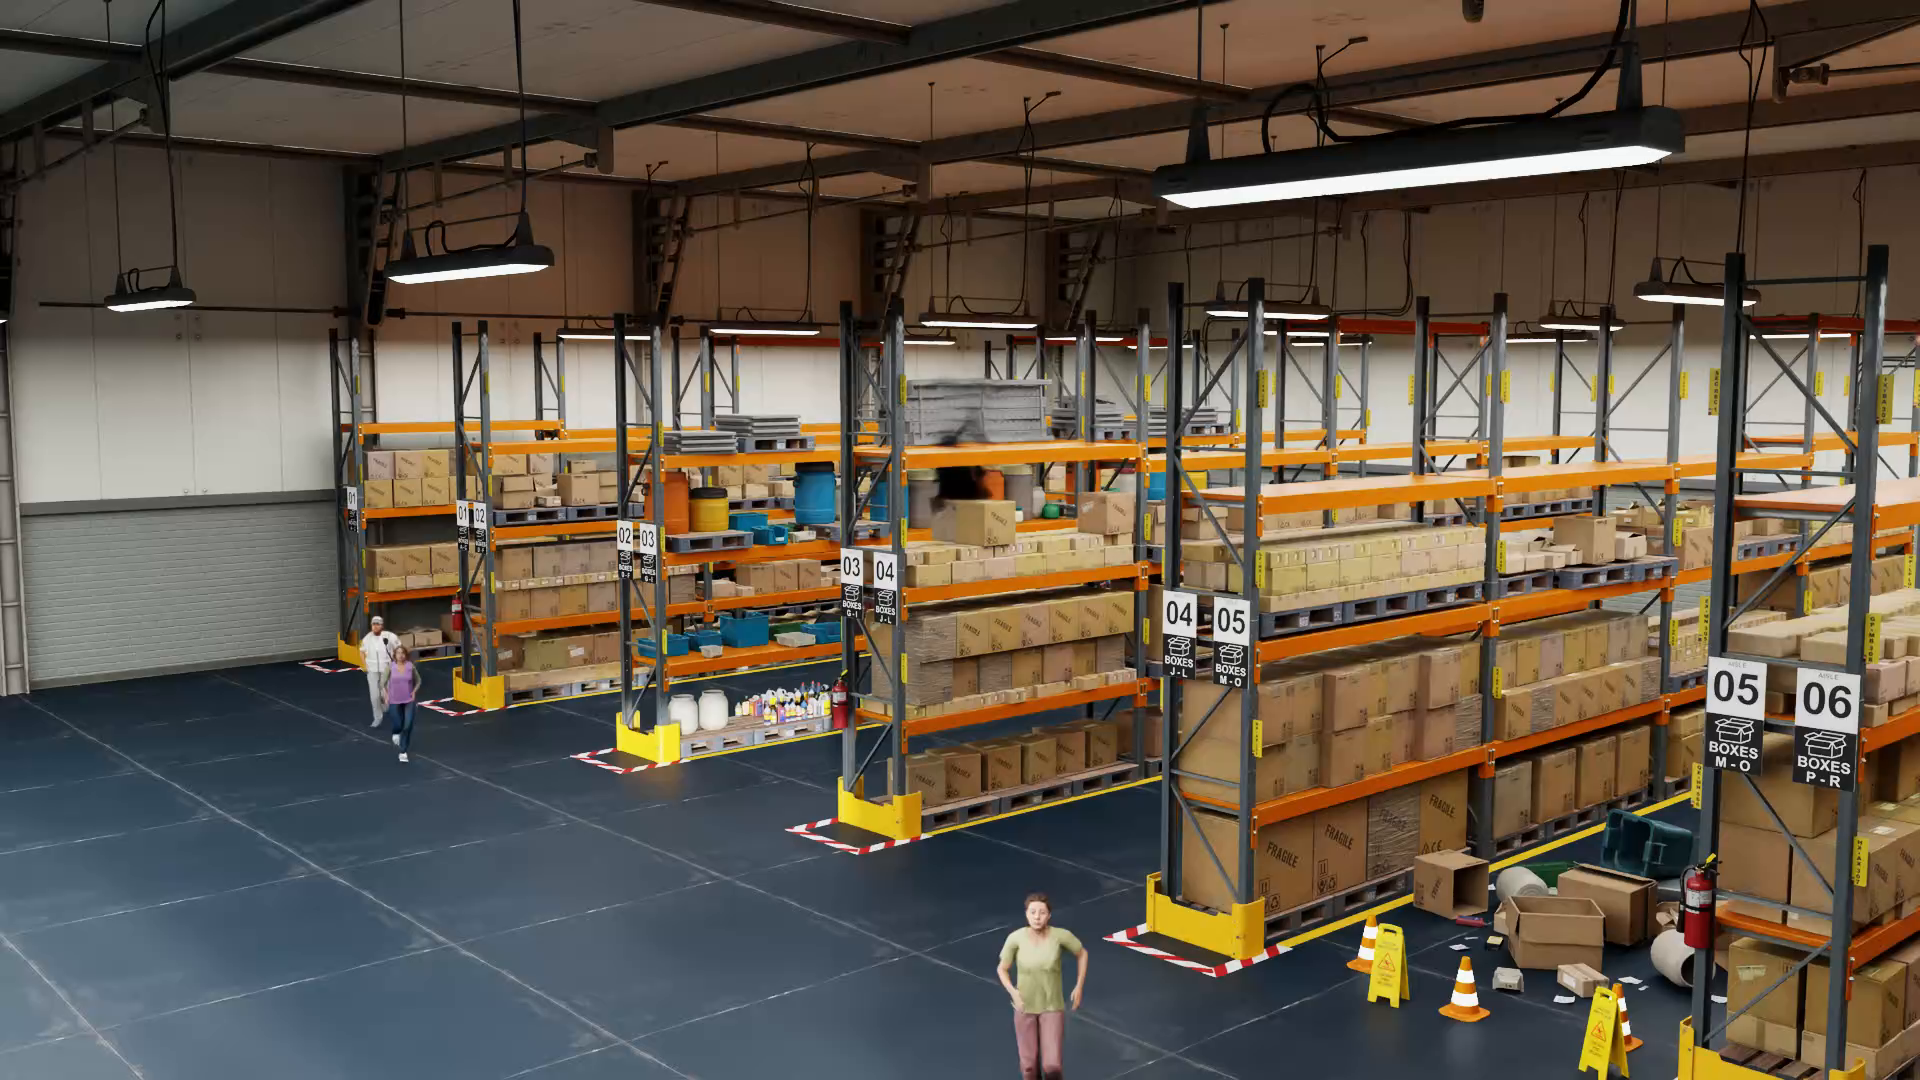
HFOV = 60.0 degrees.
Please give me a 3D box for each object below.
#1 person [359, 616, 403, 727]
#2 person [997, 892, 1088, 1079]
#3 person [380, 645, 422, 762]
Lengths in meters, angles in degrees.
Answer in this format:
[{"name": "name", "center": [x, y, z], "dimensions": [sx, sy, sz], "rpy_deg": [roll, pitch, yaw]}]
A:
[{"name": "person", "center": [-8.578, 1.936, 24.671], "dimensions": [0.631, 1.646, 0.603], "rpy_deg": [-1, 6, -9]}, {"name": "person", "center": [0.556, 3.219, 11.391], "dimensions": [0.617, 1.624, 0.550], "rpy_deg": [1, 6, 6]}, {"name": "person", "center": [-7.530, 2.186, 22.423], "dimensions": [0.537, 1.558, 0.549], "rpy_deg": [-3, 6, -24]}]
